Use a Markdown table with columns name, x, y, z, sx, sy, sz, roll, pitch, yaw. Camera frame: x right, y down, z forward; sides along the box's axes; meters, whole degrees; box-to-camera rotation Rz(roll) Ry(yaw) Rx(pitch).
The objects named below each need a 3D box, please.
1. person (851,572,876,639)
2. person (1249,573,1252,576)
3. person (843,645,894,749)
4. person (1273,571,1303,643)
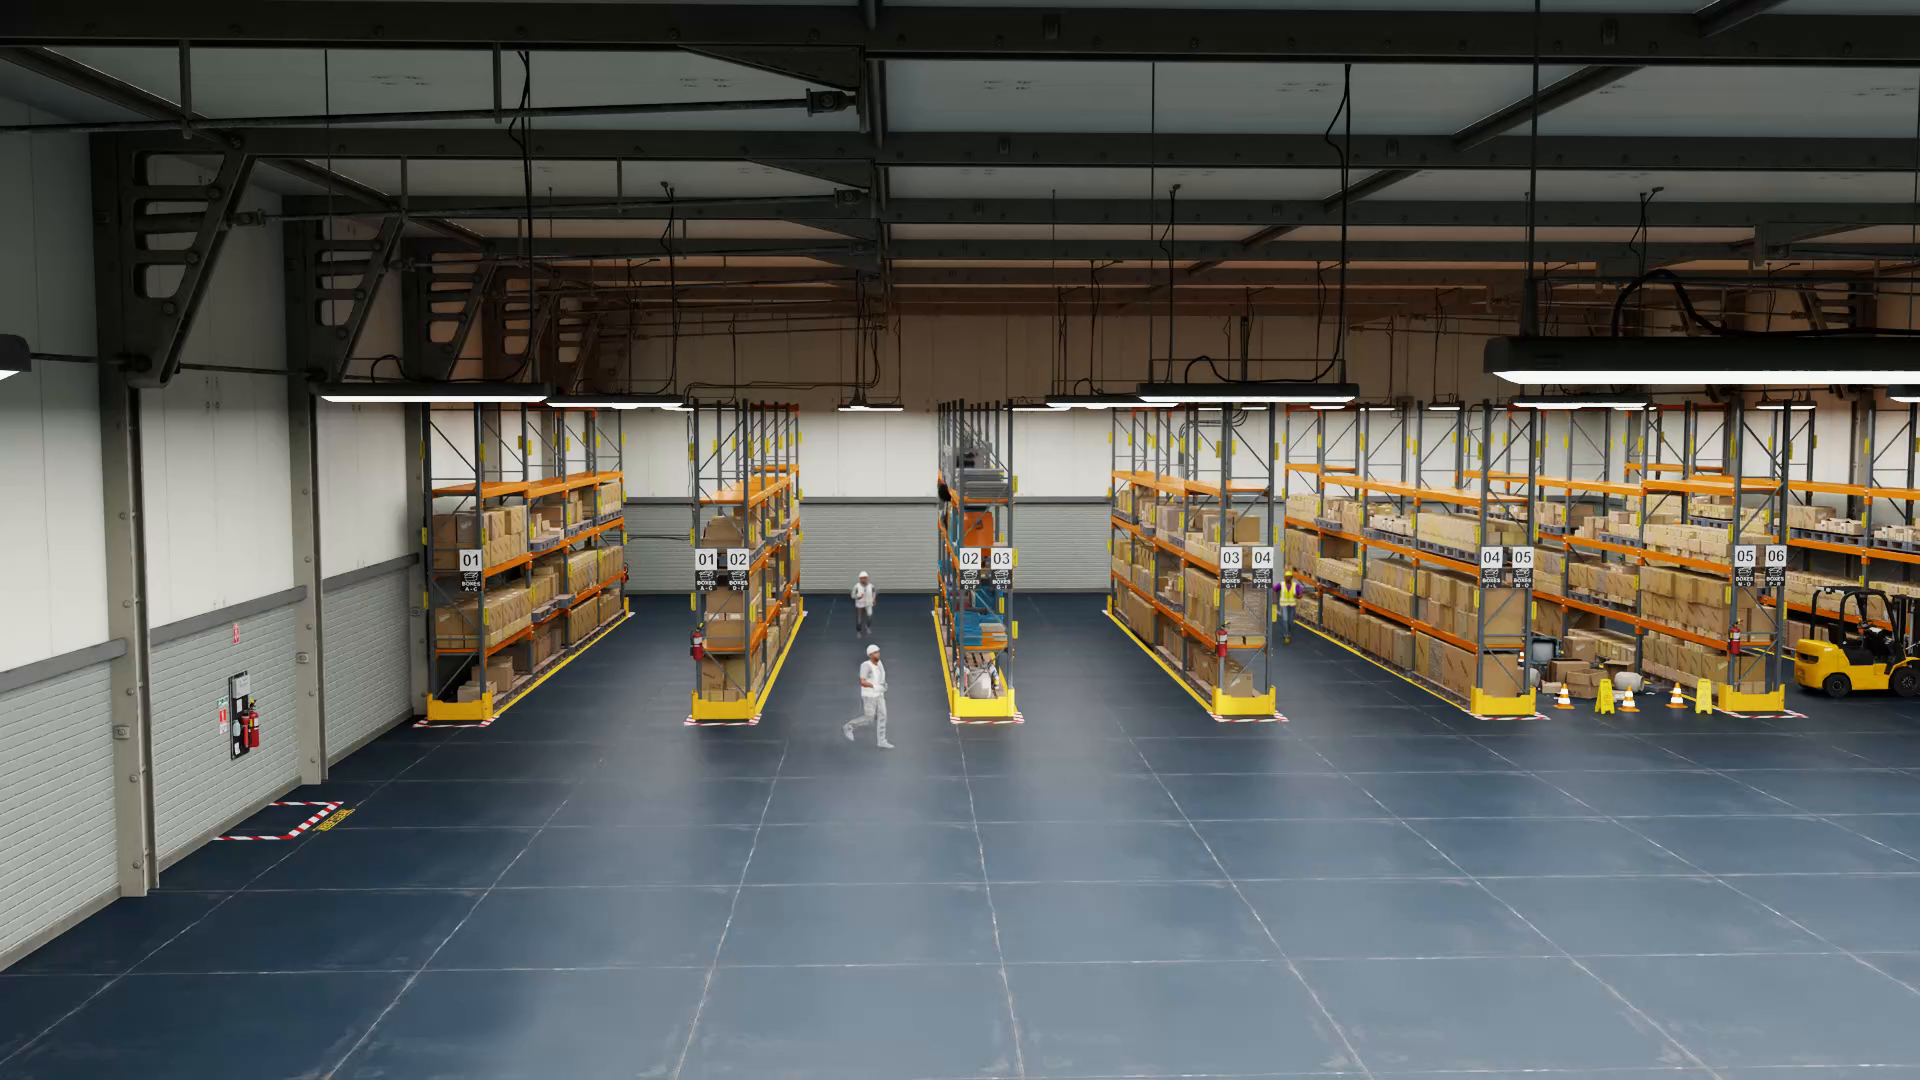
| name | x | y | z | sx | sy | sz | roll | pitch | yaw |
| --- | --- | --- | --- | --- | --- | --- | --- | --- | --- |
| person | -2.394 | 1.646 | 41.471 | 0.657 | 1.722 | 0.971 | -1 | 4 | -11 |
| person | 8.089 | 1.438 | 45.075 | 0.667 | 1.742 | 0.602 | 0 | 4 | -4 |
| person | -1.541 | 2.678 | 28.563 | 0.911 | 1.779 | 0.691 | 2 | 5 | 26 |
| person | 8.201 | 1.652 | 41.570 | 0.696 | 1.760 | 0.966 | 0 | 4 | 2 |
